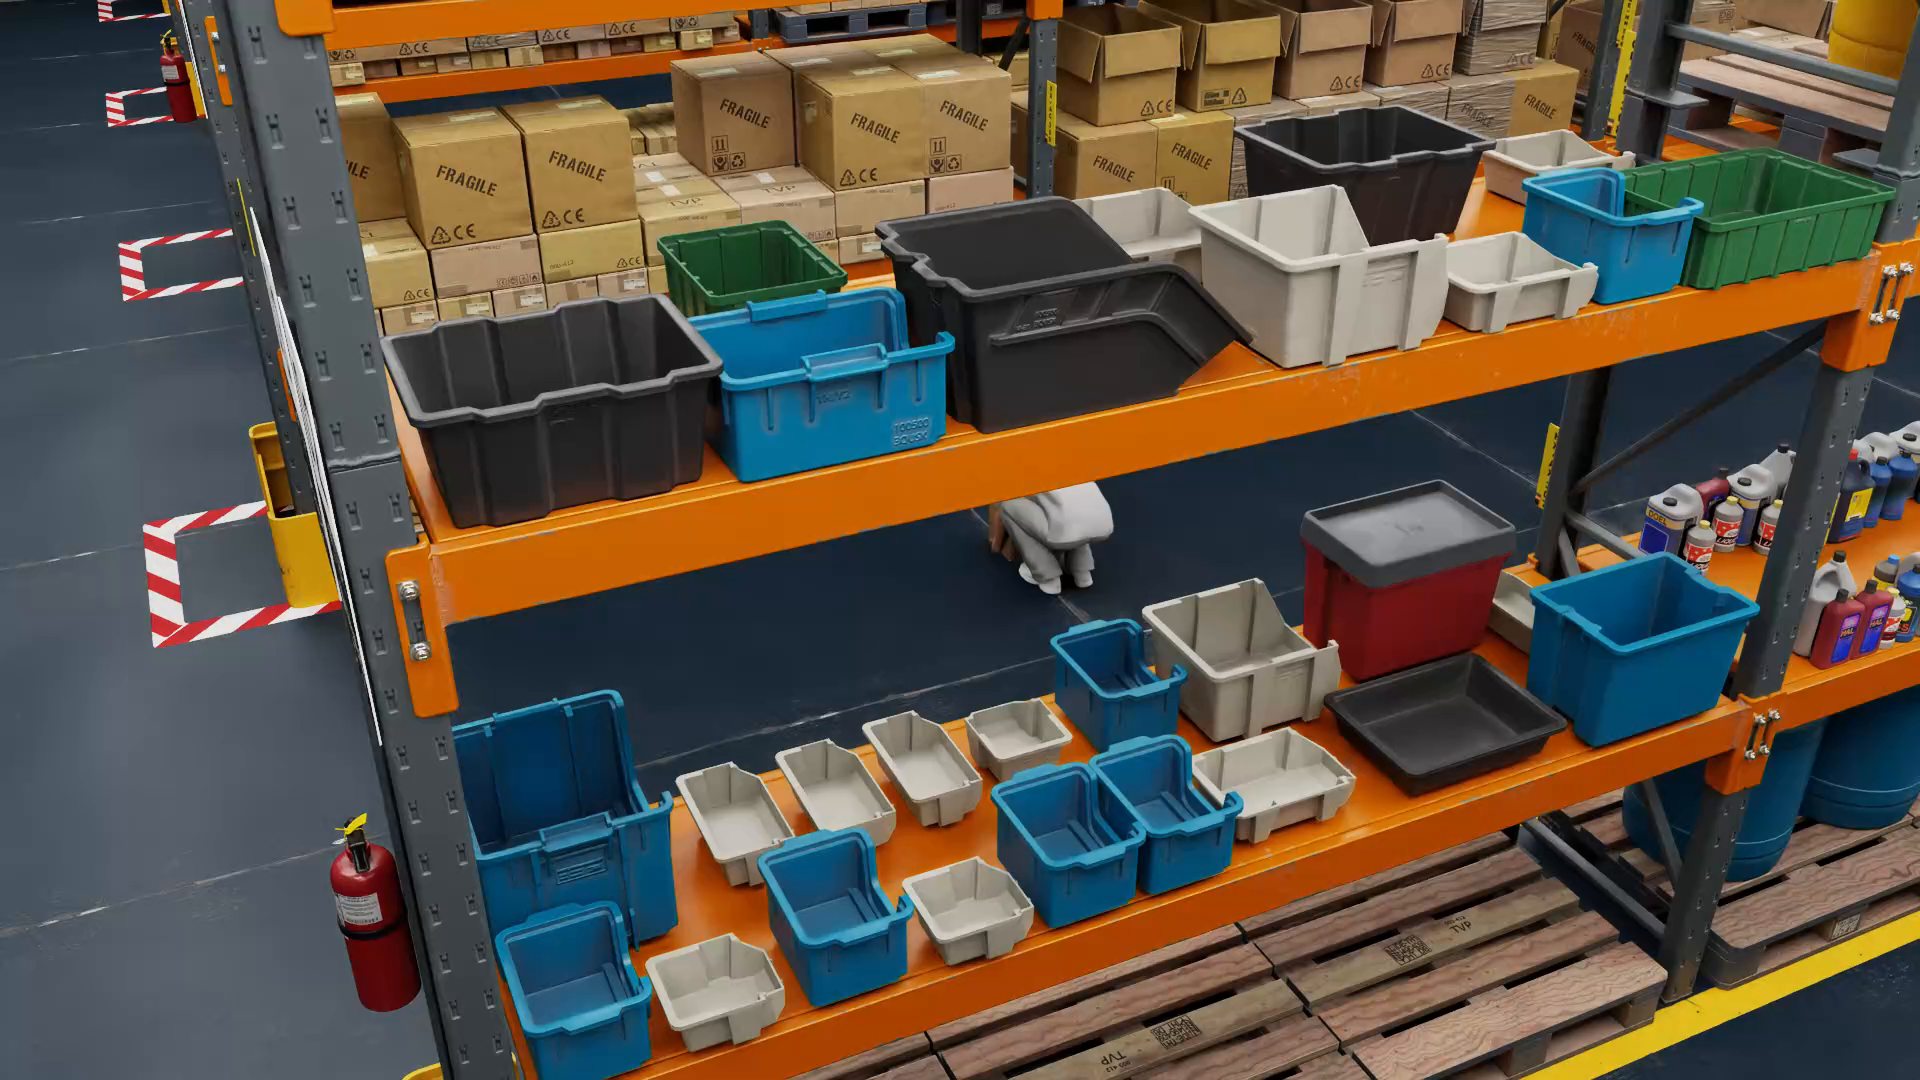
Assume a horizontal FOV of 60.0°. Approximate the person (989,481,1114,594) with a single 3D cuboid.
[{"bbox_3d":[0.441,-0.135,8.389,0.460,0.814,0.828,-14,32,-22],"label":"person"}]
